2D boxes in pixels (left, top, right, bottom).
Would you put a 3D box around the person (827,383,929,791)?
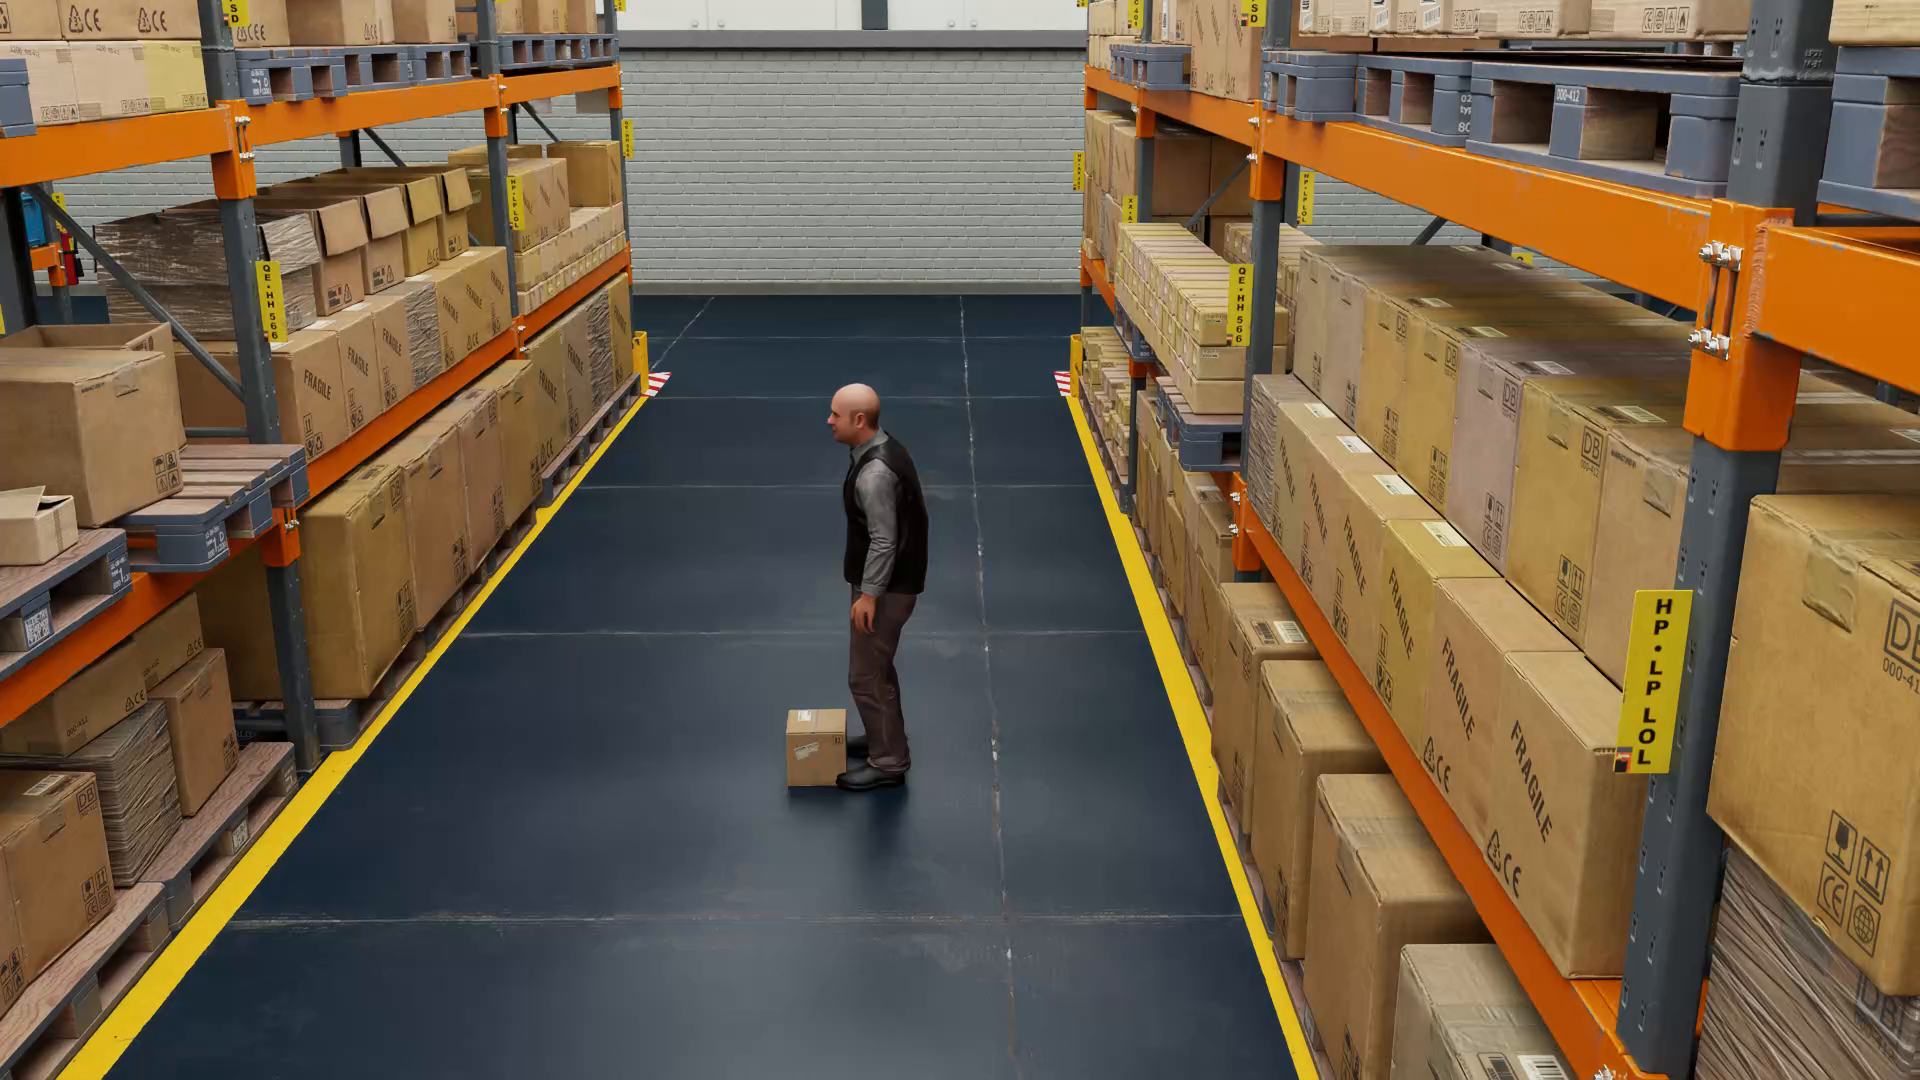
[{"bbox_3d":[-0.335,0.188,6.968,0.410,1.721,0.589,-1,17,-3],"label":"person"}]
